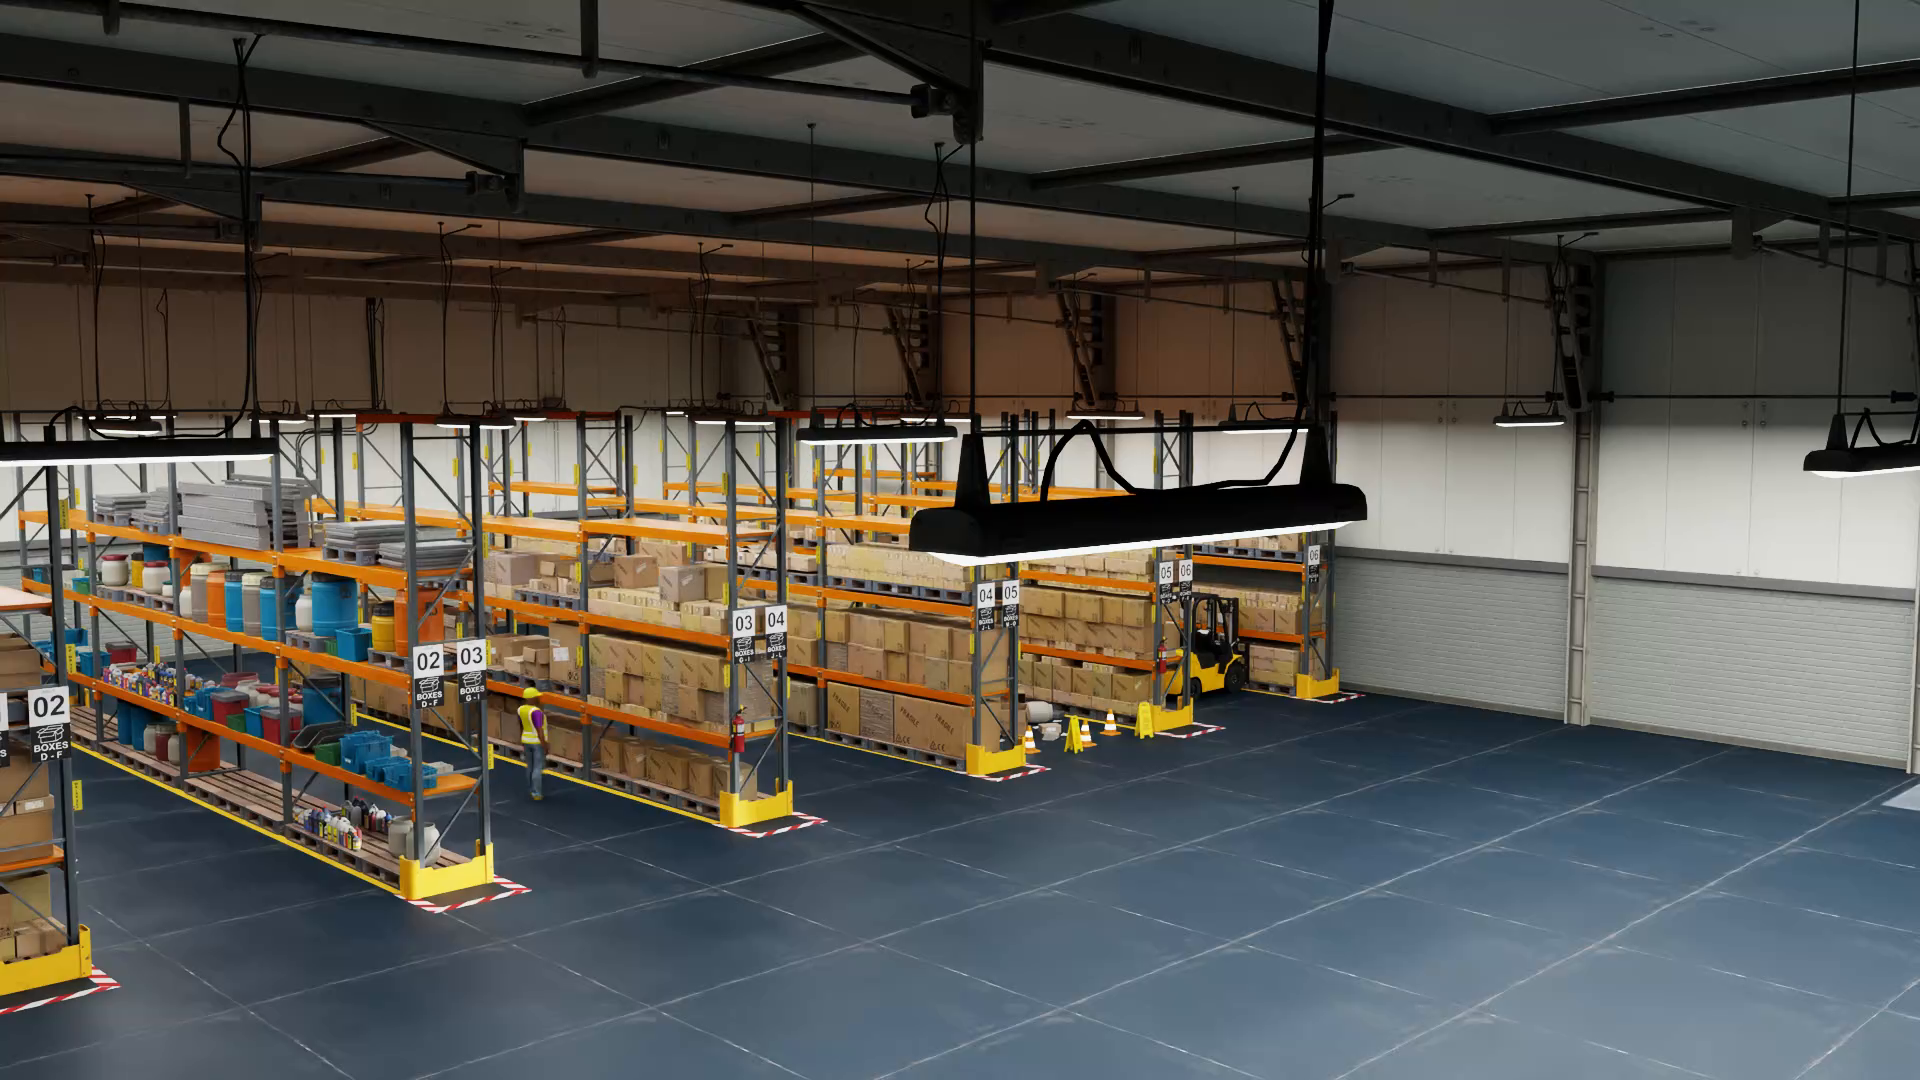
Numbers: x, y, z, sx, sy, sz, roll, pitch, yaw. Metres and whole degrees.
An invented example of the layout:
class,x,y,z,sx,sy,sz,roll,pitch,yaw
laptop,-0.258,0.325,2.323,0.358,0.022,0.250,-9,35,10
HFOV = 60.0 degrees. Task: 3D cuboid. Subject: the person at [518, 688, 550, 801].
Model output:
class,x,y,z,sx,sy,sz,roll,pitch,yaw
person,-6.651,3.183,26.216,0.588,1.762,0.592,2,6,26
